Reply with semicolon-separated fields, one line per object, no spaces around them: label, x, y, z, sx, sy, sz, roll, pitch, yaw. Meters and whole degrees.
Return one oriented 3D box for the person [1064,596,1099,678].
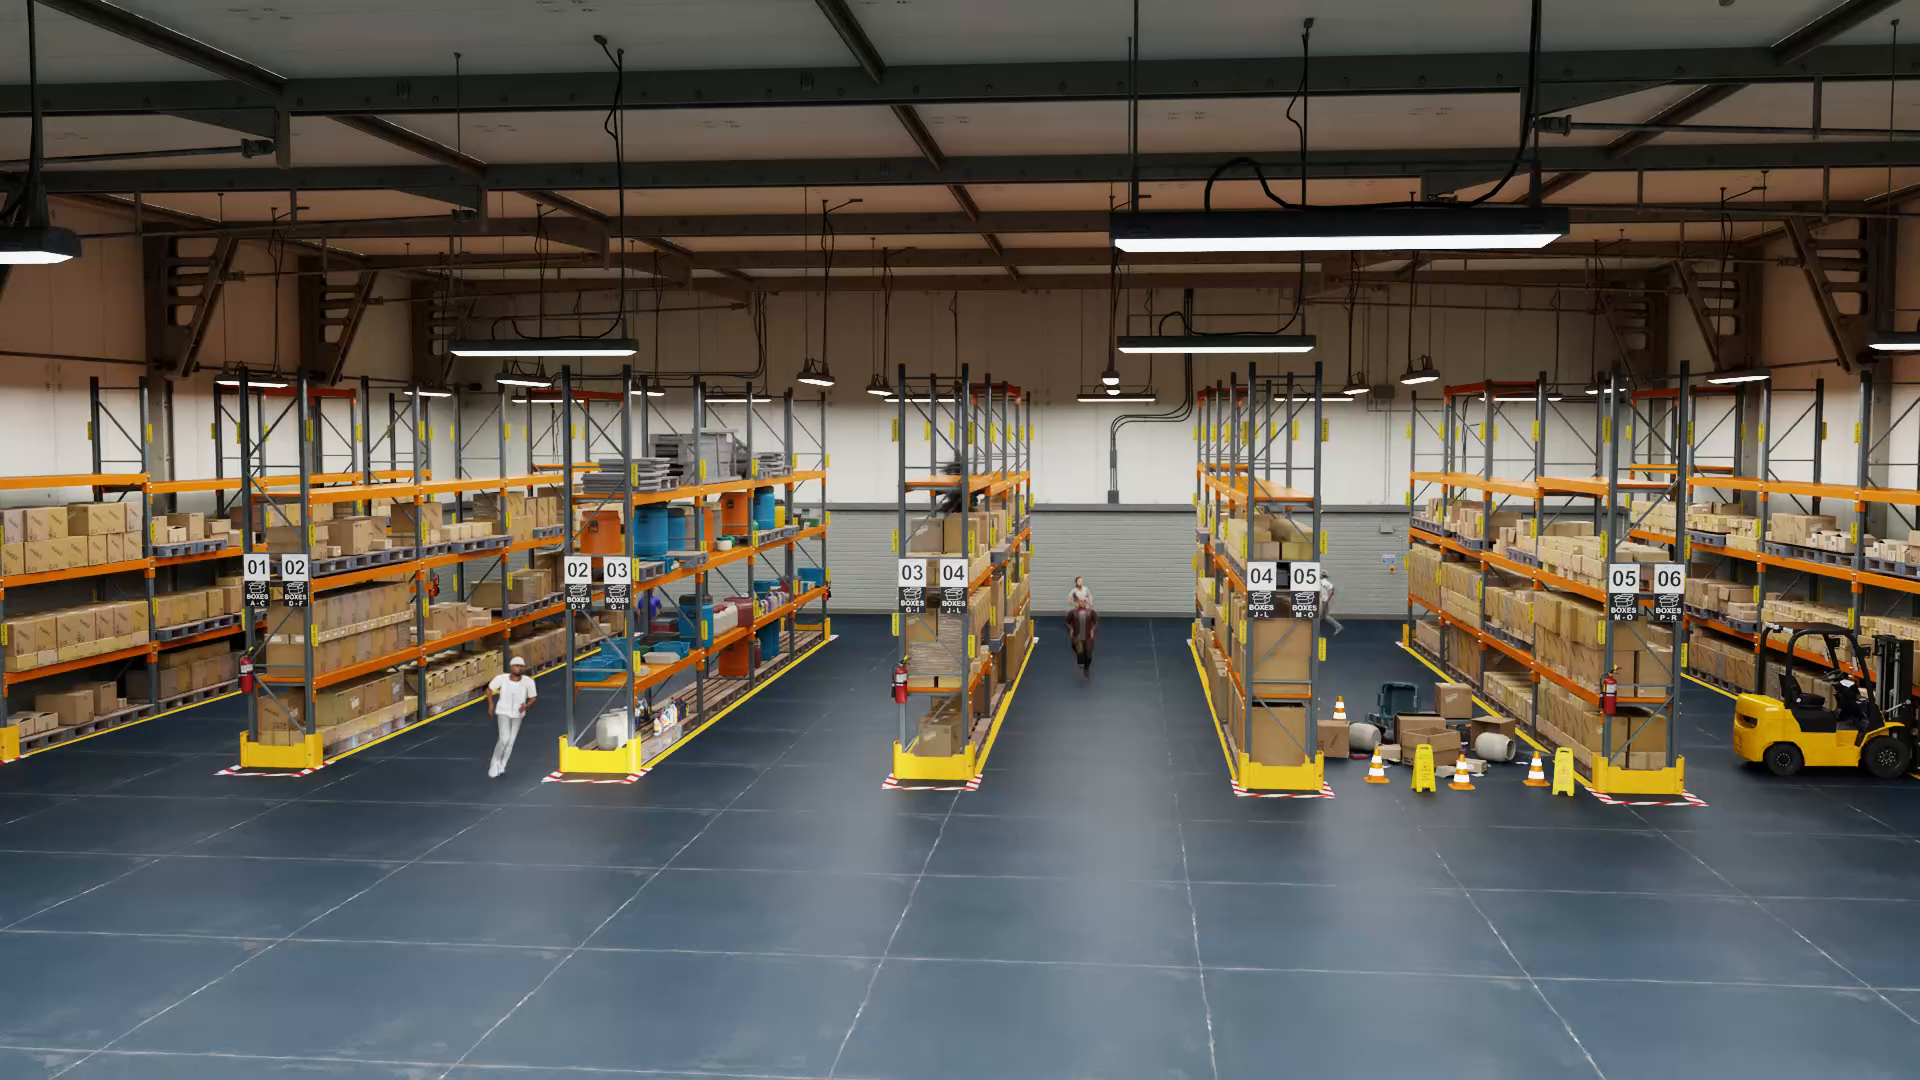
person;2.446;1.963;33.386;0.707;1.670;0.760;0;4;1

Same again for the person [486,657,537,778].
person;-6.551;2.582;24.315;0.720;1.752;0.640;-2;4;-27

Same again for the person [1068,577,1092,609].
person;2.848;1.683;39.435;0.604;1.637;0.717;-1;4;-18

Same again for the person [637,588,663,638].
person;-6.945;1.819;37.217;0.575;1.613;0.562;0;4;-7

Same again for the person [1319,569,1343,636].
person;8.847;1.535;40.471;0.891;1.684;0.573;0;4;5
